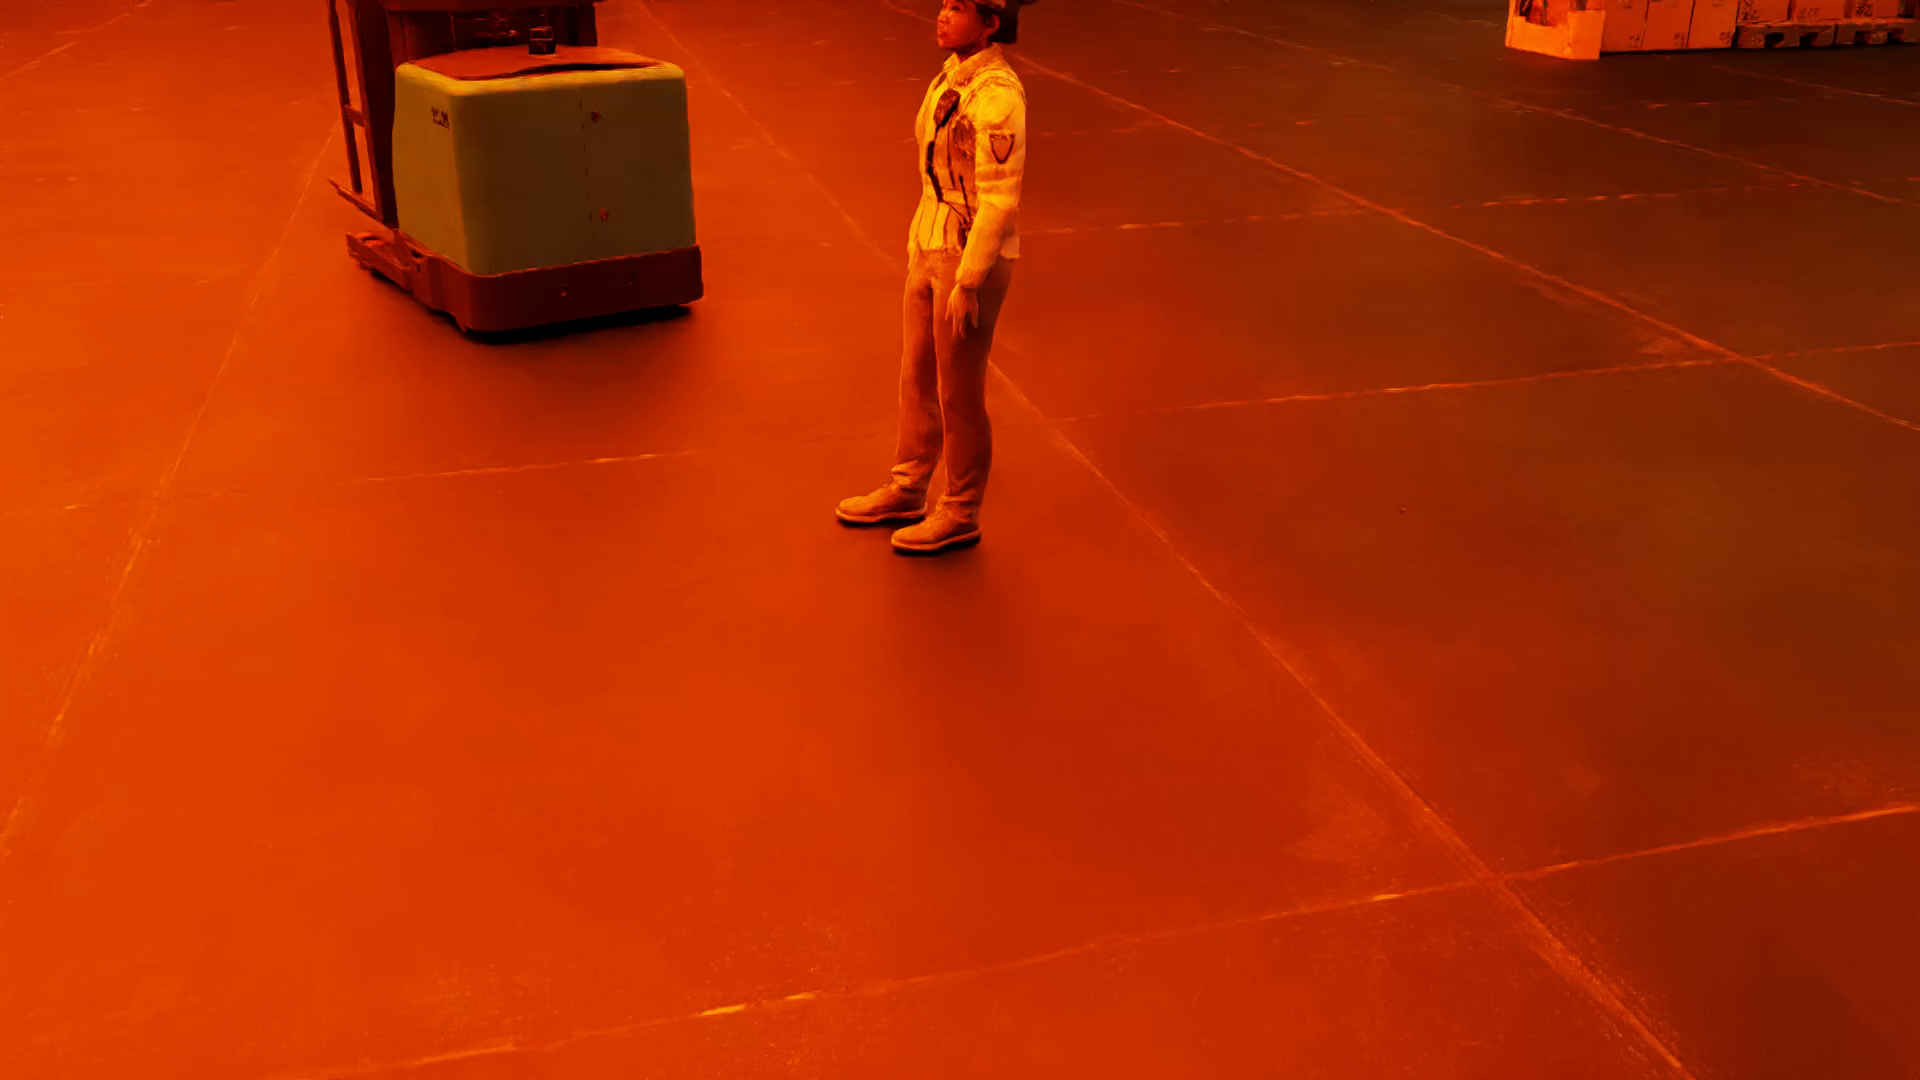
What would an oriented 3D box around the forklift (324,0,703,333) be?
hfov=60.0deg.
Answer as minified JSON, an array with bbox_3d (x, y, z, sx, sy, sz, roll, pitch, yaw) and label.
[{"bbox_3d":[-2.383,-2.738,7.741,1.130,2.935,3.031,-15,27,-31],"label":"forklift"}]

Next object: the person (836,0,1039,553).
[{"bbox_3d":[-0.067,-0.782,4.708,0.532,1.695,0.586,-6,24,-14],"label":"person"}]
